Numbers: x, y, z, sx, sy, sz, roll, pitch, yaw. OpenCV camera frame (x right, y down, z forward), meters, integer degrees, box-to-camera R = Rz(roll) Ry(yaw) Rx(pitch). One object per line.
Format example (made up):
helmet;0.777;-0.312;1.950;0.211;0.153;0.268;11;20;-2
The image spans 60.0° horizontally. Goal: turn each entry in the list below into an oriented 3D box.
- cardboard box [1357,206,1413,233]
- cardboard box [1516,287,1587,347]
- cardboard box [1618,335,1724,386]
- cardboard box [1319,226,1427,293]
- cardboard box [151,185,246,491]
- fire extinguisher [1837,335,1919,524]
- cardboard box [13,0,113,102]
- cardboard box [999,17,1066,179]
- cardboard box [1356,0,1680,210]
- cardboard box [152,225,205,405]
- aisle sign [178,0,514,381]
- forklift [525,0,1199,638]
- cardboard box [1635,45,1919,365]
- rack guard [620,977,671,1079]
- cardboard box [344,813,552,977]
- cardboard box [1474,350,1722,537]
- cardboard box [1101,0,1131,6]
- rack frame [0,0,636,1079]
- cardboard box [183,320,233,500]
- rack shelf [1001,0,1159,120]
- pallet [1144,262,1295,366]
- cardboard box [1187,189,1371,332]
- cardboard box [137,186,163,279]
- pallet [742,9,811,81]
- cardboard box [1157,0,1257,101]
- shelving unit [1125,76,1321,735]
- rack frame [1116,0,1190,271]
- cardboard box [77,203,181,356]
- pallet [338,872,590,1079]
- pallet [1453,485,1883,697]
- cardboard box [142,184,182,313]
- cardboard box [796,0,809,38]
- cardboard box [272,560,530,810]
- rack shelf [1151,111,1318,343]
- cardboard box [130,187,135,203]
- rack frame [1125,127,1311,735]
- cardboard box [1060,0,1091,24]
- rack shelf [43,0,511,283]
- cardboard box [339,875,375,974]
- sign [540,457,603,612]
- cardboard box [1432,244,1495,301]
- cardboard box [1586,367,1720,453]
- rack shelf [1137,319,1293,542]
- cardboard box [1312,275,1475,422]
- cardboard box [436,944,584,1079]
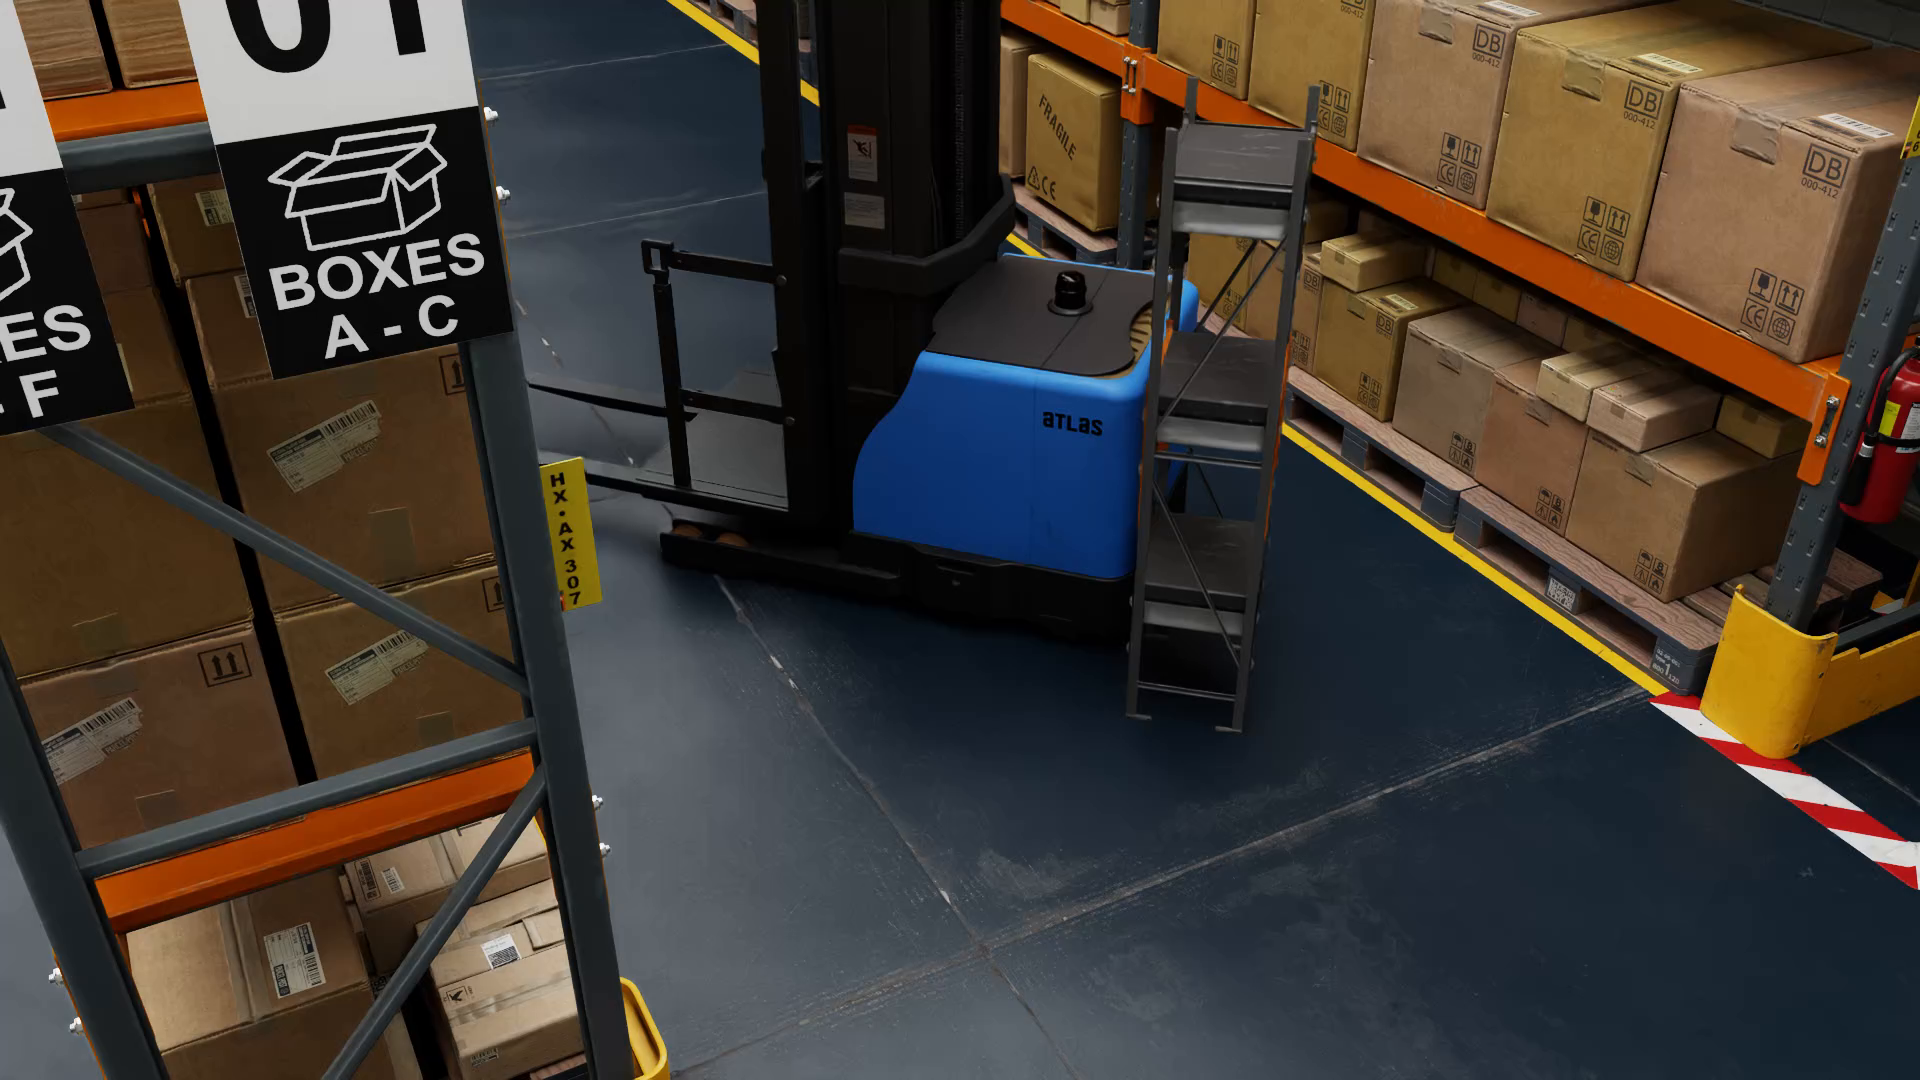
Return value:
cardboard box;2.022;-1.418;7.510;0.380;0.149;0.250;-17;36;-25
cardboard box;2.498;-0.931;6.750;0.380;0.149;0.250;-15;36;-22
cardboard box;2.734;-0.690;6.374;0.380;0.149;0.250;-16;36;-23
cardboard box;1.785;-1.217;7.196;0.380;0.149;0.250;-17;36;-24
cardboard box;-1.454;-0.493;3.719;0.500;0.500;0.500;-15;36;-23
fire extinguisher;2.812;-0.374;4.971;0.296;0.674;0.183;-16;36;-23
cardboard box;-1.703;-0.883;2.706;0.500;0.250;0.500;-16;36;-23
cardboard box;0.450;-2.633;9.683;0.750;0.750;0.750;-15;35;-22
cardboard box;2.207;-1.830;6.547;0.980;0.700;0.700;-18;37;-25
cardboard box;-2.152;-0.791;5.111;0.500;0.500;0.500;-15;36;-22
aisle sign;-0.939;-0.640;2.559;0.394;0.787;0.004;-16;36;-23
forklift;-0.654;-1.349;6.138;3.031;2.935;1.130;11;34;16
cardboard box;2.904;-1.119;5.438;0.980;0.700;0.700;-14;35;-21
rack guard;-1.266;1.512;3.927;1.175;0.500;0.348;-16;36;-23
cardboard box;-1.466;0.899;4.707;0.500;0.250;0.500;-16;36;-23
cardboard box;2.502;-0.424;6.559;0.700;0.500;0.500;-16;36;-23
cardboard box;0.847;-2.994;8.255;0.500;0.500;0.500;-16;36;-24
rack frame;-1.227;0.495;3.197;0.949;2.616;0.053;-16;36;-23
cardboard box;-1.681;-0.310;4.360;0.500;0.500;0.500;-16;36;-23
rack shelf;0.353;-3.312;9.807;1.077;0.370;4.000;-16;36;-23
pallet;1.571;-1.104;8.278;1.003;0.211;1.213;-16;36;-23
cardboard box;1.543;-1.403;8.086;0.700;0.500;0.500;-15;36;-23
cardboard box;-2.635;-1.281;5.877;0.500;0.500;0.500;-15;36;-22
pallet;-0.943;-3.769;12.437;1.003;0.211;1.213;-16;36;-23
cardboard box;1.524;-2.524;7.631;0.980;0.700;0.700;-15;36;-22
shelving unit;0.829;-0.373;5.386;0.431;2.100;0.503;7;33;11
rack frame;1.285;-2.661;8.123;1.000;3.000;0.127;-16;36;-23
cardboard box;-1.917;-0.351;3.498;0.500;0.500;0.500;-15;36;-22
pallet;-1.638;1.254;4.598;1.003;0.211;1.213;-16;36;-23
pallet;2.708;0.060;6.460;1.003;0.211;1.213;-16;36;-23
cardboard box;-1.921;-0.975;4.472;0.500;0.500;0.500;-16;36;-24
cardboard box;-0.961;-4.033;12.174;0.700;0.500;0.500;-15;36;-22
cardboard box;-1.204;0.176;3.603;0.500;0.500;0.500;-15;36;-22
rack shelf;0.829;-0.951;5.016;0.431;0.518;0.480;7;33;11
cardboard box;-2.857;-0.900;5.281;0.500;0.500;0.500;-15;36;-22
rack frame;0.772;-0.245;5.186;0.400;2.100;0.015;7;33;11
cardboard box;0.739;-2.768;8.504;0.380;0.149;0.250;-15;36;-22
rack shelf;-2.163;-1.419;4.070;1.077;0.370;4.000;-16;36;-23
cardboard box;-1.811;1.090;4.487;0.380;0.166;0.250;-16;36;-23
sign;-0.750;-0.005;3.175;0.100;0.325;0.005;-16;36;-23
cardboard box;2.260;-1.174;7.129;0.380;0.149;0.250;-17;36;-24
cardboard box;2.514;-0.474;6.035;0.380;0.149;0.250;-16;36;-24
rack shelf;0.829;-0.362;5.393;0.431;0.518;0.480;7;33;11
cardboard box;2.012;-0.916;7.328;0.700;0.500;0.500;-15;36;-22
cardboard box;-1.121;1.225;4.293;0.380;0.149;0.250;-16;36;-23
